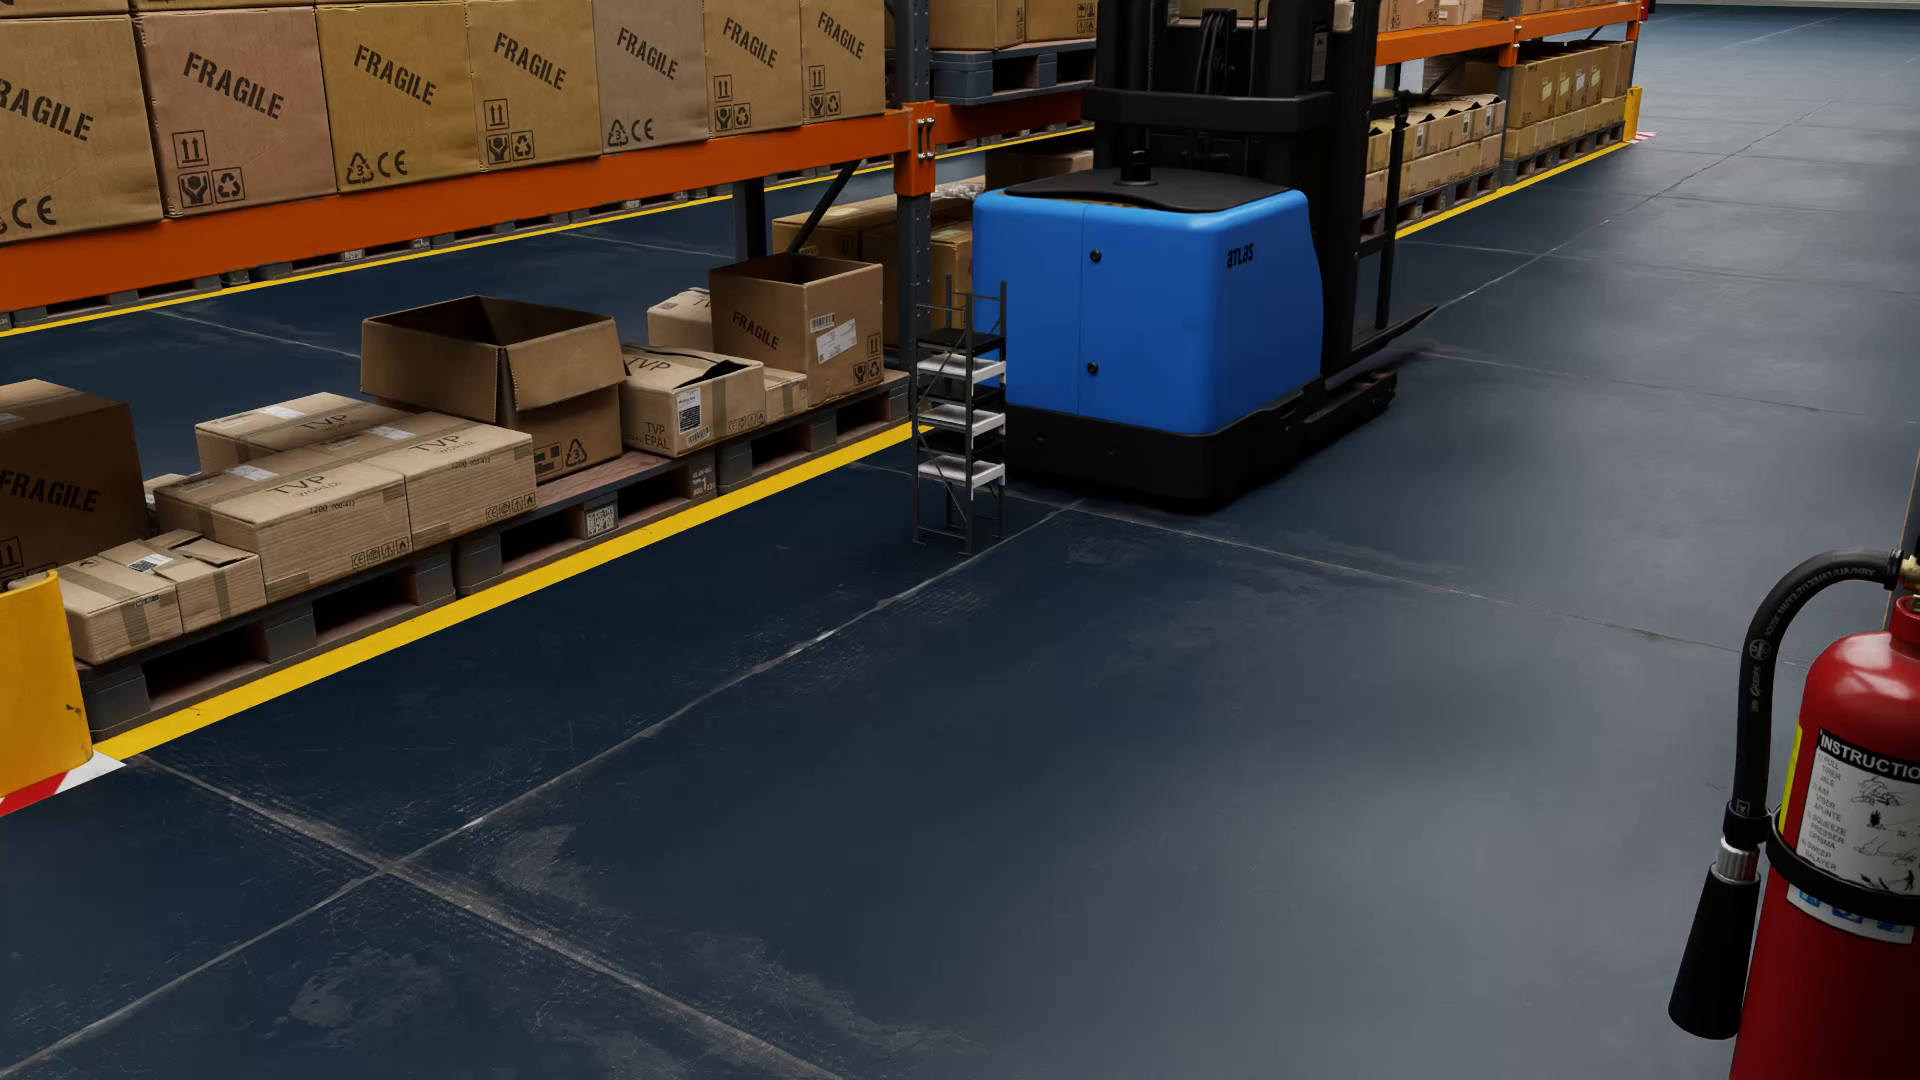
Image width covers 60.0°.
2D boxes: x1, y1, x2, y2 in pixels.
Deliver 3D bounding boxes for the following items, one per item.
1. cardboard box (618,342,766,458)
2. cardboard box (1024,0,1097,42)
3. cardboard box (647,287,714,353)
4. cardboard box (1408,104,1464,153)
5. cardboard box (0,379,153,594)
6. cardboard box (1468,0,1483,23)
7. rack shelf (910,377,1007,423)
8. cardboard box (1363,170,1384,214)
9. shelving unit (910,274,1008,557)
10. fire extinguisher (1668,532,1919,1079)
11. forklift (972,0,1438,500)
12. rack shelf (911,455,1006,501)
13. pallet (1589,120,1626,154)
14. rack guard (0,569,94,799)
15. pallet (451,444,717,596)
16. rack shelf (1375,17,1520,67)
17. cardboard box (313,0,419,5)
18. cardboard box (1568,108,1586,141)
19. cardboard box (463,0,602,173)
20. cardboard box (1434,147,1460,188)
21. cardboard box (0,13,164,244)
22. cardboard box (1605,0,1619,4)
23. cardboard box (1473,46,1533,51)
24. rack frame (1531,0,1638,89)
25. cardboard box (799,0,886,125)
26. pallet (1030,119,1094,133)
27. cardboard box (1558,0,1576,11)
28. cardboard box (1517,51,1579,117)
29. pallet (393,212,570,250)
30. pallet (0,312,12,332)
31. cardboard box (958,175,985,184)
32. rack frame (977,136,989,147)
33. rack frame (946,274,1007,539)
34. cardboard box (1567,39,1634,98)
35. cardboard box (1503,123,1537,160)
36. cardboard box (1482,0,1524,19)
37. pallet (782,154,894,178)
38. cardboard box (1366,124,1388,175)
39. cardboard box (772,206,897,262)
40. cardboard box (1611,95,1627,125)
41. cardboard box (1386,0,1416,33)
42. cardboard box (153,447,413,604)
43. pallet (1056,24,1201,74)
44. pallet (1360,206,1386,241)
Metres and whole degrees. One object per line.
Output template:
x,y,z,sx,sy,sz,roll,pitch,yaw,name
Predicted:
-1.076,-0.554,6.180,0.500,0.311,0.500,13,24,32,cardboard box
0.217,-2.588,7.689,0.700,0.500,0.500,18,27,40,cardboard box
-0.984,-0.910,7.142,0.500,0.311,0.500,13,24,32,cardboard box
3.368,-3.043,12.217,0.500,0.311,0.500,13,24,32,cardboard box
-2.716,-0.133,4.769,0.500,0.500,0.500,13,24,32,cardboard box
3.688,-4.118,12.789,0.500,0.250,0.500,15,25,35,cardboard box
-0.005,-0.473,5.583,0.258,0.077,0.200,13,24,32,rack shelf
2.499,-2.335,11.112,0.500,0.250,0.500,13,24,30,cardboard box
-0.005,-0.420,5.603,0.258,0.900,0.210,13,24,32,shelving unit
0.815,0.235,1.456,0.296,0.674,0.183,13,24,32,fire extinguisher
1.268,-1.973,6.874,1.130,2.935,3.031,13,24,31,forklift
-0.005,-0.220,5.677,0.258,0.077,0.200,13,24,32,rack shelf
5.782,-3.950,16.140,1.003,0.211,1.213,13,24,32,pallet
-2.775,0.256,4.353,1.175,0.500,0.348,13,24,32,rack guard
-1.641,-0.186,5.964,1.003,0.211,1.213,13,24,32,pallet
2.804,-3.427,11.742,1.077,0.370,4.000,13,24,32,rack shelf
-1.777,-1.781,4.670,0.500,0.500,0.500,14,24,33,cardboard box
5.286,-3.749,14.934,0.500,0.250,0.500,13,24,32,cardboard box
-1.497,-1.453,5.226,0.500,0.500,0.500,14,24,33,cardboard box
3.362,-2.778,12.310,0.500,0.250,0.500,14,24,33,cardboard box
-2.350,-1.018,4.048,0.500,0.500,0.500,14,24,33,cardboard box
5.904,-5.401,15.898,0.700,0.500,0.500,13,24,32,cardboard box
4.846,-4.204,15.084,0.500,0.500,0.500,13,24,32,cardboard box
6.177,-5.486,16.271,1.000,3.000,0.127,13,24,32,rack frame
-0.638,-1.896,6.423,0.500,0.500,0.500,14,24,33,cardboard box
0.931,-4.533,17.716,1.003,0.211,1.213,13,24,32,pallet
5.036,-4.956,14.696,0.700,0.500,0.500,14,25,33,cardboard box
5.010,-3.956,14.413,0.500,0.500,0.500,13,24,32,cardboard box
-3.510,-2.266,11.588,1.003,0.211,1.213,13,24,32,pallet
-5.730,-1.132,8.520,1.003,0.211,1.213,13,24,32,pallet
0.323,-1.704,9.018,0.500,0.500,0.500,12,24,30,cardboard box
-0.166,-5.305,15.783,1.000,3.000,0.127,13,24,32,rack frame
0.053,-0.449,5.681,0.240,0.900,0.006,13,24,32,rack frame
6.121,-4.533,15.972,0.500,0.500,0.500,13,24,32,cardboard box
4.440,-3.319,13.772,0.500,0.250,0.500,13,24,32,cardboard box
4.172,-4.513,13.499,0.700,0.500,0.500,13,24,30,cardboard box
-1.261,-3.413,14.687,1.003,0.211,1.213,13,24,32,pallet
2.505,-2.606,11.036,0.500,0.311,0.500,13,24,31,cardboard box
-0.529,-1.274,7.854,0.500,0.500,0.500,13,24,32,cardboard box
6.120,-4.181,16.104,0.500,0.250,0.500,13,24,32,cardboard box
2.905,-3.873,11.767,0.500,0.500,0.500,13,24,32,cardboard box
-1.996,-0.056,4.921,0.500,0.250,0.500,13,24,32,cardboard box
0.590,-2.541,8.588,1.003,0.211,1.213,13,24,32,pallet
2.175,-2.111,11.167,1.003,0.211,1.213,13,24,32,pallet
